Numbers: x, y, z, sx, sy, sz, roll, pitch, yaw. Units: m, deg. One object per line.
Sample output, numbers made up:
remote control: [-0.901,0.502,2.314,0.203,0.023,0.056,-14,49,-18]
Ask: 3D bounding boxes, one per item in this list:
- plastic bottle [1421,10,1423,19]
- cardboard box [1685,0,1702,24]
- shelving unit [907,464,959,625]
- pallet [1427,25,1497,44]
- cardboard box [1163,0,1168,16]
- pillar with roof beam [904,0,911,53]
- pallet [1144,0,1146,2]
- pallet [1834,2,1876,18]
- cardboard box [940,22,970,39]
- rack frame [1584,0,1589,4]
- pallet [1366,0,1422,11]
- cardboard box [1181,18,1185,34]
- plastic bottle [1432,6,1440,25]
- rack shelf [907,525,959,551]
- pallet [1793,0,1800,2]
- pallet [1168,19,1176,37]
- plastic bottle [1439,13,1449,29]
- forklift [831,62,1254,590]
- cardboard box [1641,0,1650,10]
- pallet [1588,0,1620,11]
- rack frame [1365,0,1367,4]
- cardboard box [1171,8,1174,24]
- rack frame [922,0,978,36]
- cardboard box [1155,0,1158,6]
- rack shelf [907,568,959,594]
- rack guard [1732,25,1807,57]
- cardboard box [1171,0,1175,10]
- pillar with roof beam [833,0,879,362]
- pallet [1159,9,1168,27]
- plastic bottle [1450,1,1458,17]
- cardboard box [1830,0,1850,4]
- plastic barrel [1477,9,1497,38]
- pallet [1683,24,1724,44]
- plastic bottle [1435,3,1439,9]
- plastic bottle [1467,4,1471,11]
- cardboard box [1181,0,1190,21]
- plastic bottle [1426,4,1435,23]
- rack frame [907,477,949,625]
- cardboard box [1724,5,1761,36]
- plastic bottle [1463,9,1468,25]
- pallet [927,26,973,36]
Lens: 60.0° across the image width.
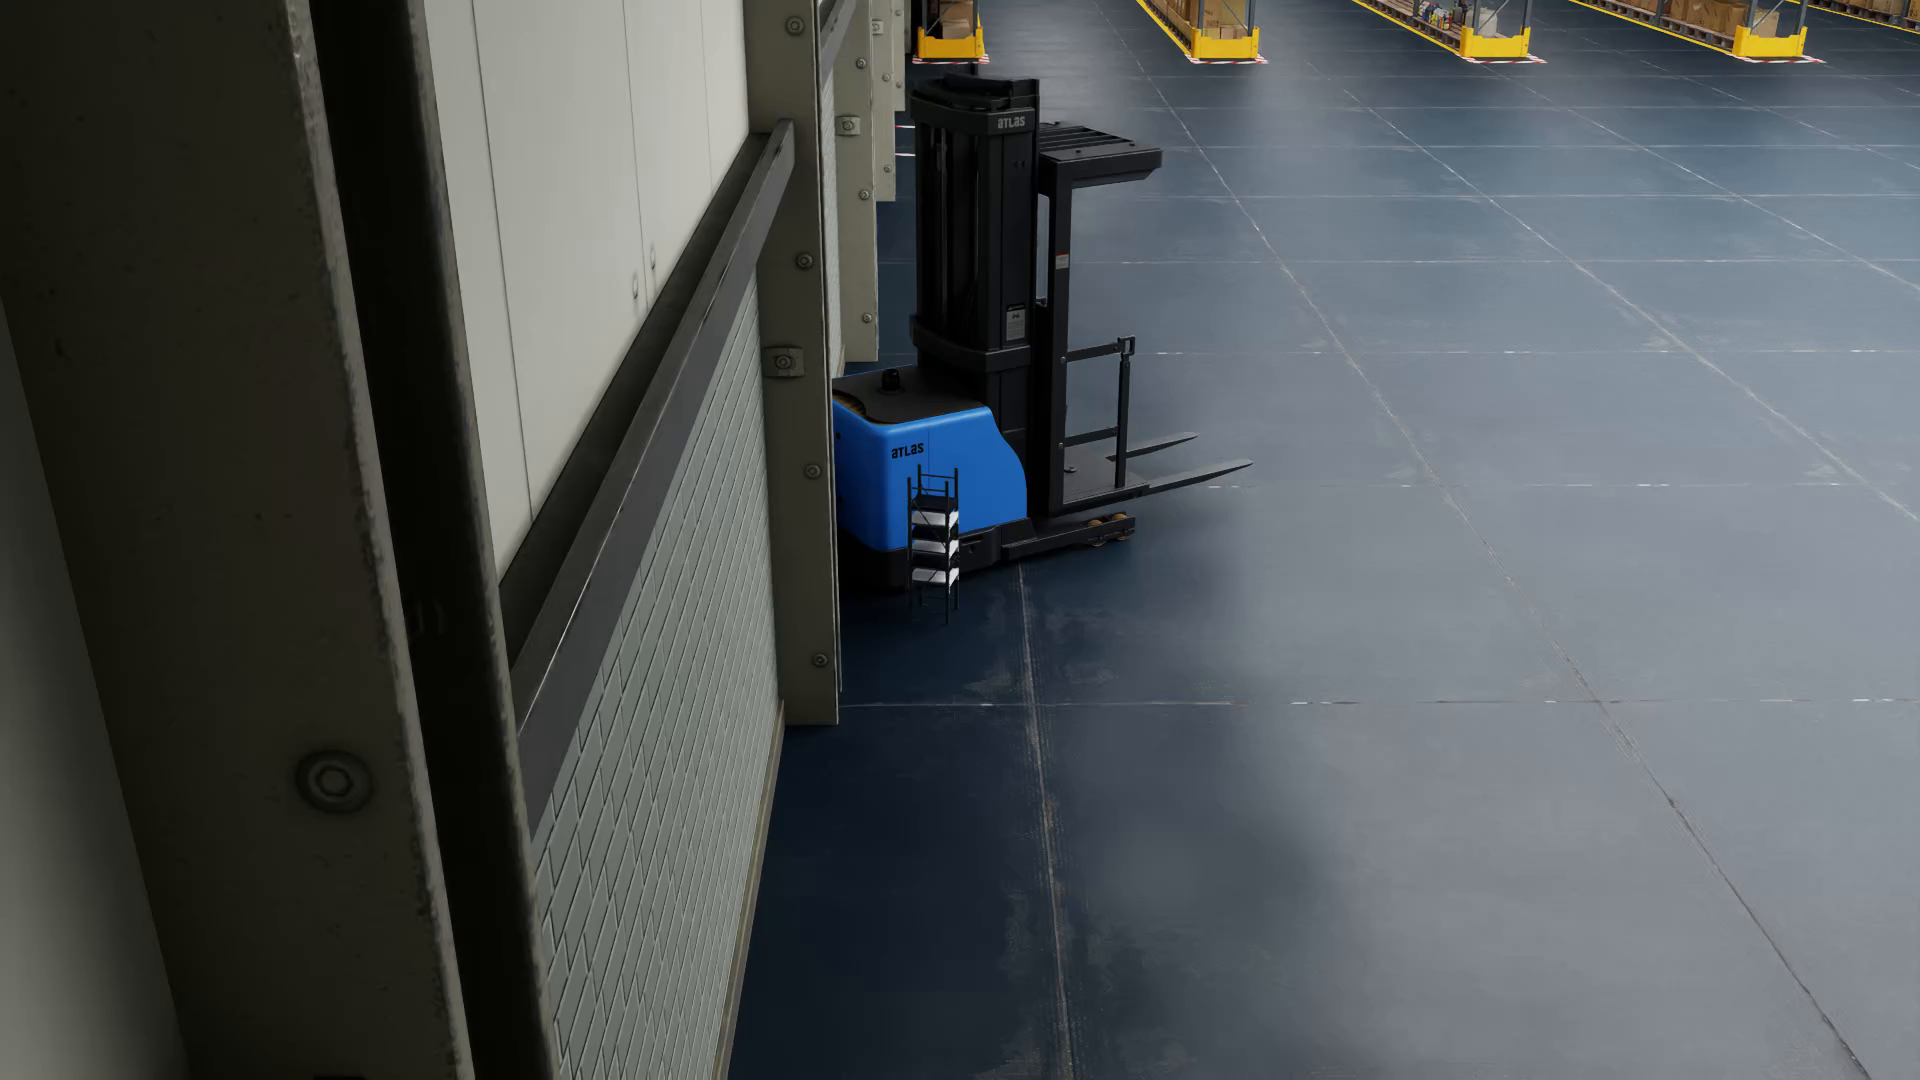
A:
plastic bottle: [9.249,-10.495,33.177,0.097,0.201,0.097,0,24,0]
cardboard box: [14.613,-10.460,32.762,0.500,0.500,0.500,8,25,16]
shelving unit: [-0.153,0.029,9.593,0.258,0.900,0.210,6,25,14]
pallet: [9.664,-9.735,32.019,1.003,0.211,1.213,0,24,-1]
cardboard box: [4.435,-10.874,33.980,0.500,0.250,0.500,0,24,-1]
pillar with roof beam: [3.251,-13.131,28.864,9.100,9.000,0.400,0,24,-1]
pallet: [4.715,-12.452,38.025,1.003,0.211,1.213,0,24,-1]
pallet: [19.496,-11.341,35.569,1.003,0.211,1.213,0,24,-1]
cardboard box: [-0.098,-9.355,30.523,0.500,0.311,0.500,-3,25,-7]
rack frame: [14.591,-13.457,36.865,1.000,3.000,0.127,0,24,-1]
pallet: [9.608,-11.845,36.684,1.003,0.211,1.213,0,24,-1]
cardboard box: [4.447,-9.688,31.358,0.500,0.250,0.500,0,24,-1]
plastic bottle: [9.283,-10.193,32.327,0.144,0.351,0.185,0,24,-1]
rack shelf: [-0.153,-0.022,9.570,0.258,0.077,0.200,6,25,14]
pallet: [19.545,-12.489,38.108,1.003,0.211,1.213,0,24,-1]
pallet: [4.696,-10.168,32.975,1.003,0.211,1.213,0,24,-1]
plastic bottle: [9.292,-9.957,31.896,0.152,0.276,0.135,0,24,0]
forklift: [0.543,-1.467,10.438,3.031,2.935,1.130,-14,28,-28]
cardboard box: [14.663,-11.320,34.639,0.700,0.500,0.500,0,24,-1]
pallet: [14.598,-11.865,36.727,1.003,0.211,1.213,0,24,-1]
rack frame: [9.638,-13.435,36.815,1.000,3.000,0.127,0,24,-1]
cardboard box: [4.431,-10.306,32.724,0.500,0.250,0.500,0,24,-1]
rack frame: [-0.181,-10.094,29.428,1.000,3.000,0.127,0,24,-1]
cardboard box: [4.421,-11.503,35.371,0.500,0.250,0.500,0,24,1]
rack shelf: [-0.153,0.224,9.681,0.258,0.077,0.200,6,25,14]
rack guard: [14.678,-9.053,30.160,1.175,0.500,0.348,0,24,-1]
cardboard box: [4.434,-10.648,32.570,0.500,0.500,0.500,0,24,-1]
pillar with roof beam: [3.448,-5.714,12.464,9.100,9.000,0.400,0,24,-1]
pallet: [4.682,-10.799,34.371,1.003,0.211,1.213,0,24,-1]
plastic bottle: [9.833,-10.516,33.041,0.144,0.351,0.185,0,24,-1]
cardboard box: [19.481,-11.993,35.847,1.050,0.750,0.750,0,24,0]
plastic barrel: [9.642,-9.467,30.552,0.421,0.512,0.421,0,24,0]
pallet: [14.694,-9.758,32.069,1.003,0.211,1.213,0,24,-1]
plastic bottle: [9.420,-10.446,32.888,0.144,0.351,0.185,0,24,-1]
plastic bottle: [9.983,-10.304,32.573,0.144,0.351,0.185,0,24,-1]
cardboard box: [4.444,-10.030,31.203,0.500,0.500,0.500,0,24,-1]
plastic bottle: [9.278,-10.368,32.715,0.144,0.351,0.185,-1,24,-3]
rack frame: [-0.180,0.070,9.504,0.240,0.900,0.006,6,25,14]
cardboard box: [14.648,-9.717,31.118,0.500,0.500,0.500,6,25,13]
plastic bottle: [9.874,-10.206,32.437,0.061,0.283,0.133,0,24,-1]
pallet: [-0.165,-9.691,31.921,1.003,0.211,1.213,0,24,-1]
